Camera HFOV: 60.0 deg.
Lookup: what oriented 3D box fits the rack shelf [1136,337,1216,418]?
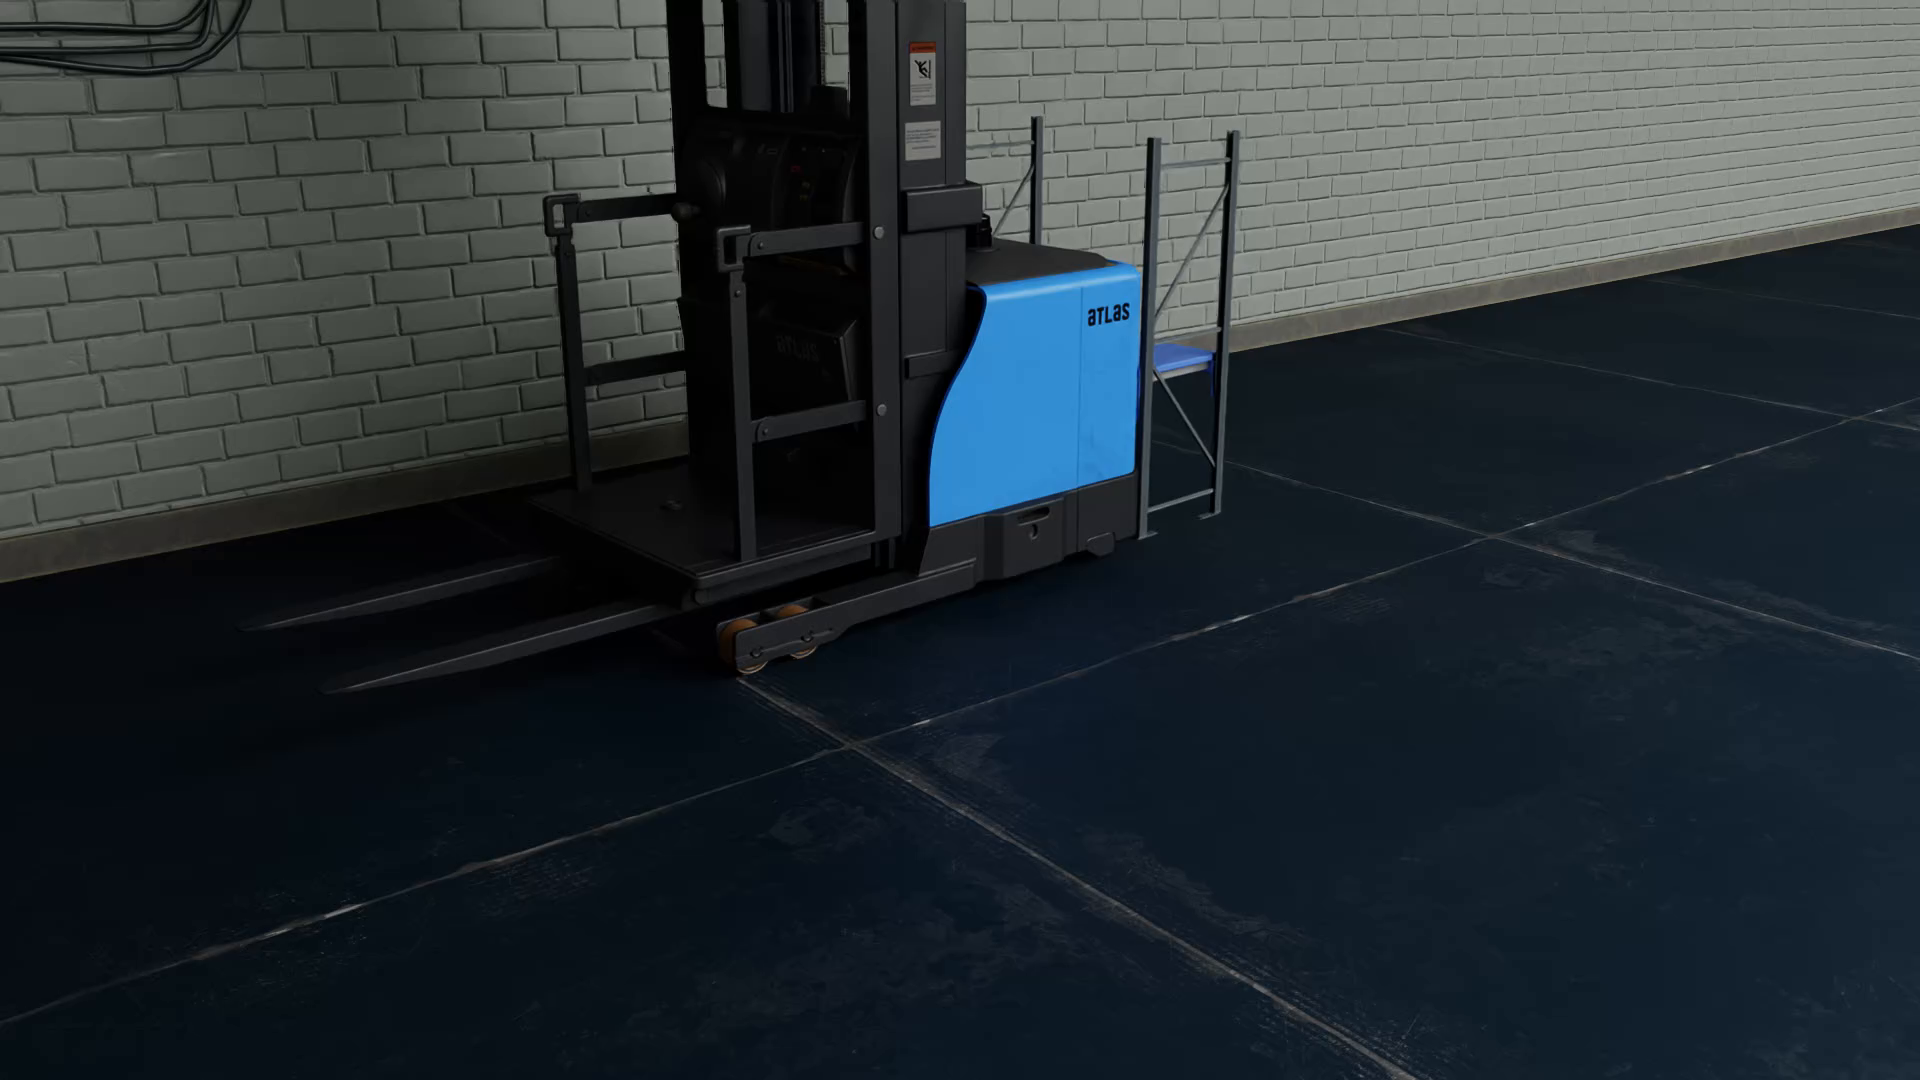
[{"bbox_3d":[0.506,-0.713,6.702,0.538,0.185,1.000,-17,25,-41],"label":"rack shelf"}]

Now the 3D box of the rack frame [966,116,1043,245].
[{"bbox_3d":[0.156,-1.000,6.996,0.500,1.500,0.032,-17,25,-41],"label":"rack frame"}]

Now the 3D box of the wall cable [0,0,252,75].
[{"bbox_3d":[-3.695,-2.561,4.721,3.097,2.526,0.112,-14,23,-36],"label":"wall cable"}]

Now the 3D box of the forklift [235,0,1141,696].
[{"bbox_3d":[-0.779,-1.164,5.214,3.031,2.935,1.130,-15,24,-39],"label":"forklift"}]

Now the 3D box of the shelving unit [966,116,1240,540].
[{"bbox_3d":[0.506,-0.884,6.646,0.538,1.500,1.048,-17,25,-41],"label":"shelving unit"}]

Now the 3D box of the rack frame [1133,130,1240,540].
[{"bbox_3d":[0.857,-0.768,6.296,0.500,1.500,0.032,-17,25,-41],"label":"rack frame"}]
